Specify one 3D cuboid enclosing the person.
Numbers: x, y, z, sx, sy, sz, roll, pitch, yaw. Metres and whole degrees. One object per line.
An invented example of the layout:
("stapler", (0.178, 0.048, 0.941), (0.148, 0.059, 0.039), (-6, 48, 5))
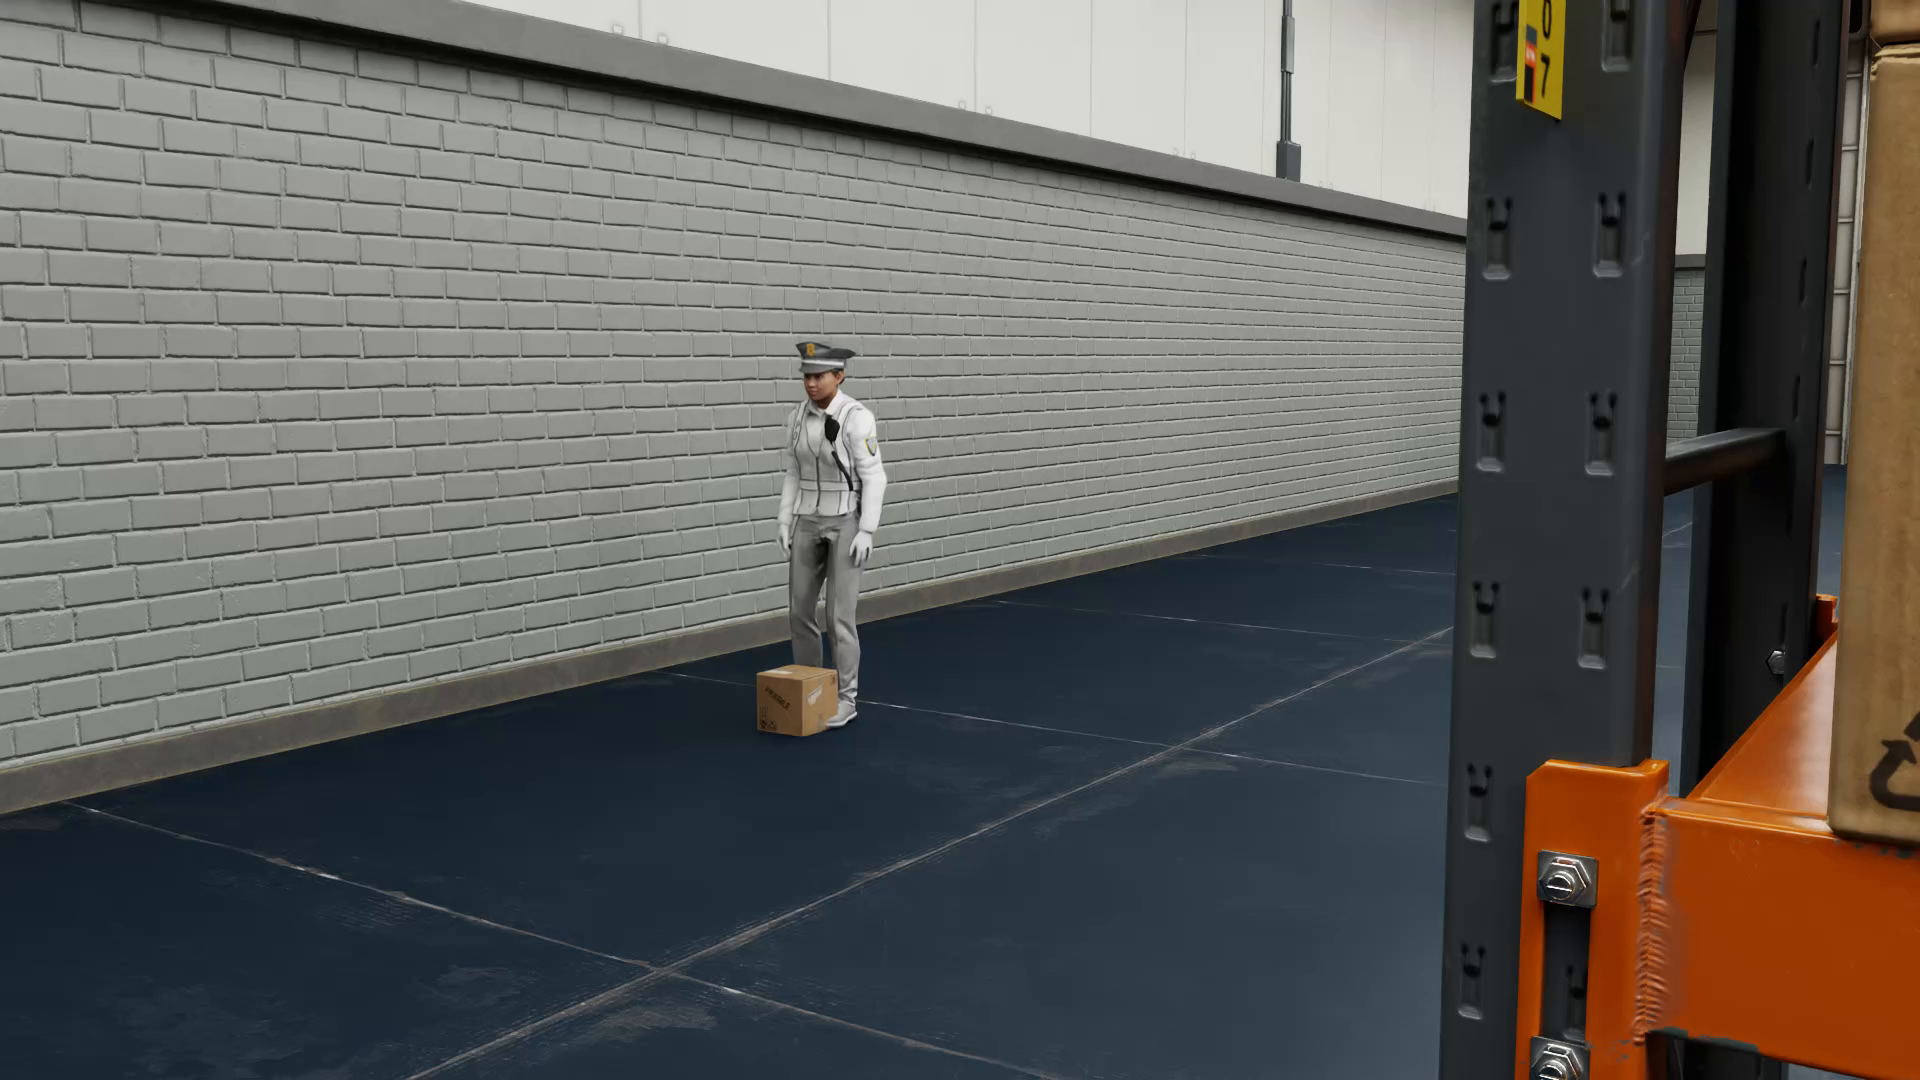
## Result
("person", (-0.584, -0.032, 7.276), (0.517, 1.663, 0.412), (4, 8, 31))
